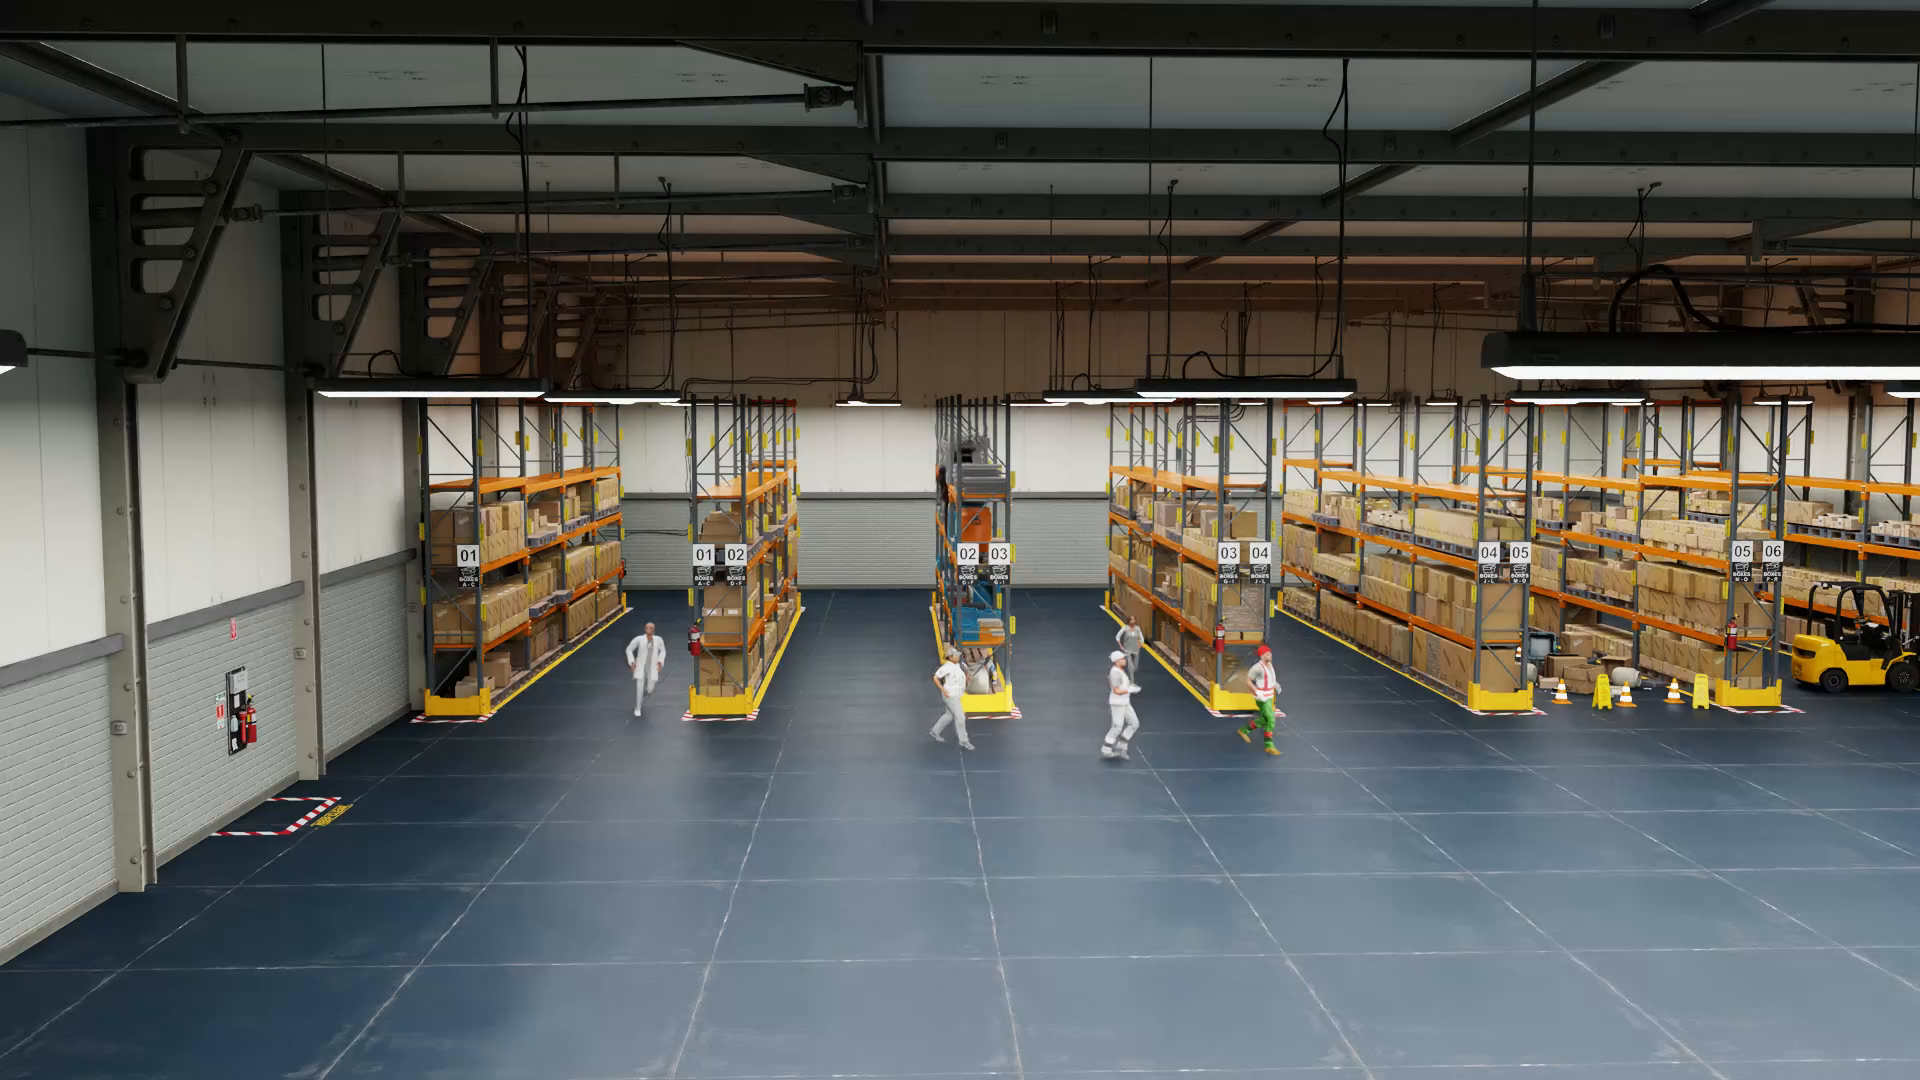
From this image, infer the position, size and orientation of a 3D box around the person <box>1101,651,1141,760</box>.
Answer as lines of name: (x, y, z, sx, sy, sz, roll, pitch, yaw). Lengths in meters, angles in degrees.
person: (2.641, 2.704, 27.092, 0.681, 1.809, 0.635, 2, 5, 19)

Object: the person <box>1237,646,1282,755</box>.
person: (5.007, 2.645, 27.752, 0.836, 1.795, 0.646, 3, 6, 35)

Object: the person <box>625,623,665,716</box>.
person: (-5.915, 2.420, 31.348, 0.764, 1.737, 0.616, -2, 5, -23)

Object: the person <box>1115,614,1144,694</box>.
person: (3.438, 2.285, 33.604, 0.558, 1.586, 0.739, -1, 5, -13)

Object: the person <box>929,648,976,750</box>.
person: (-0.121, 2.667, 28.100, 0.877, 1.689, 0.594, 2, 5, 19)
